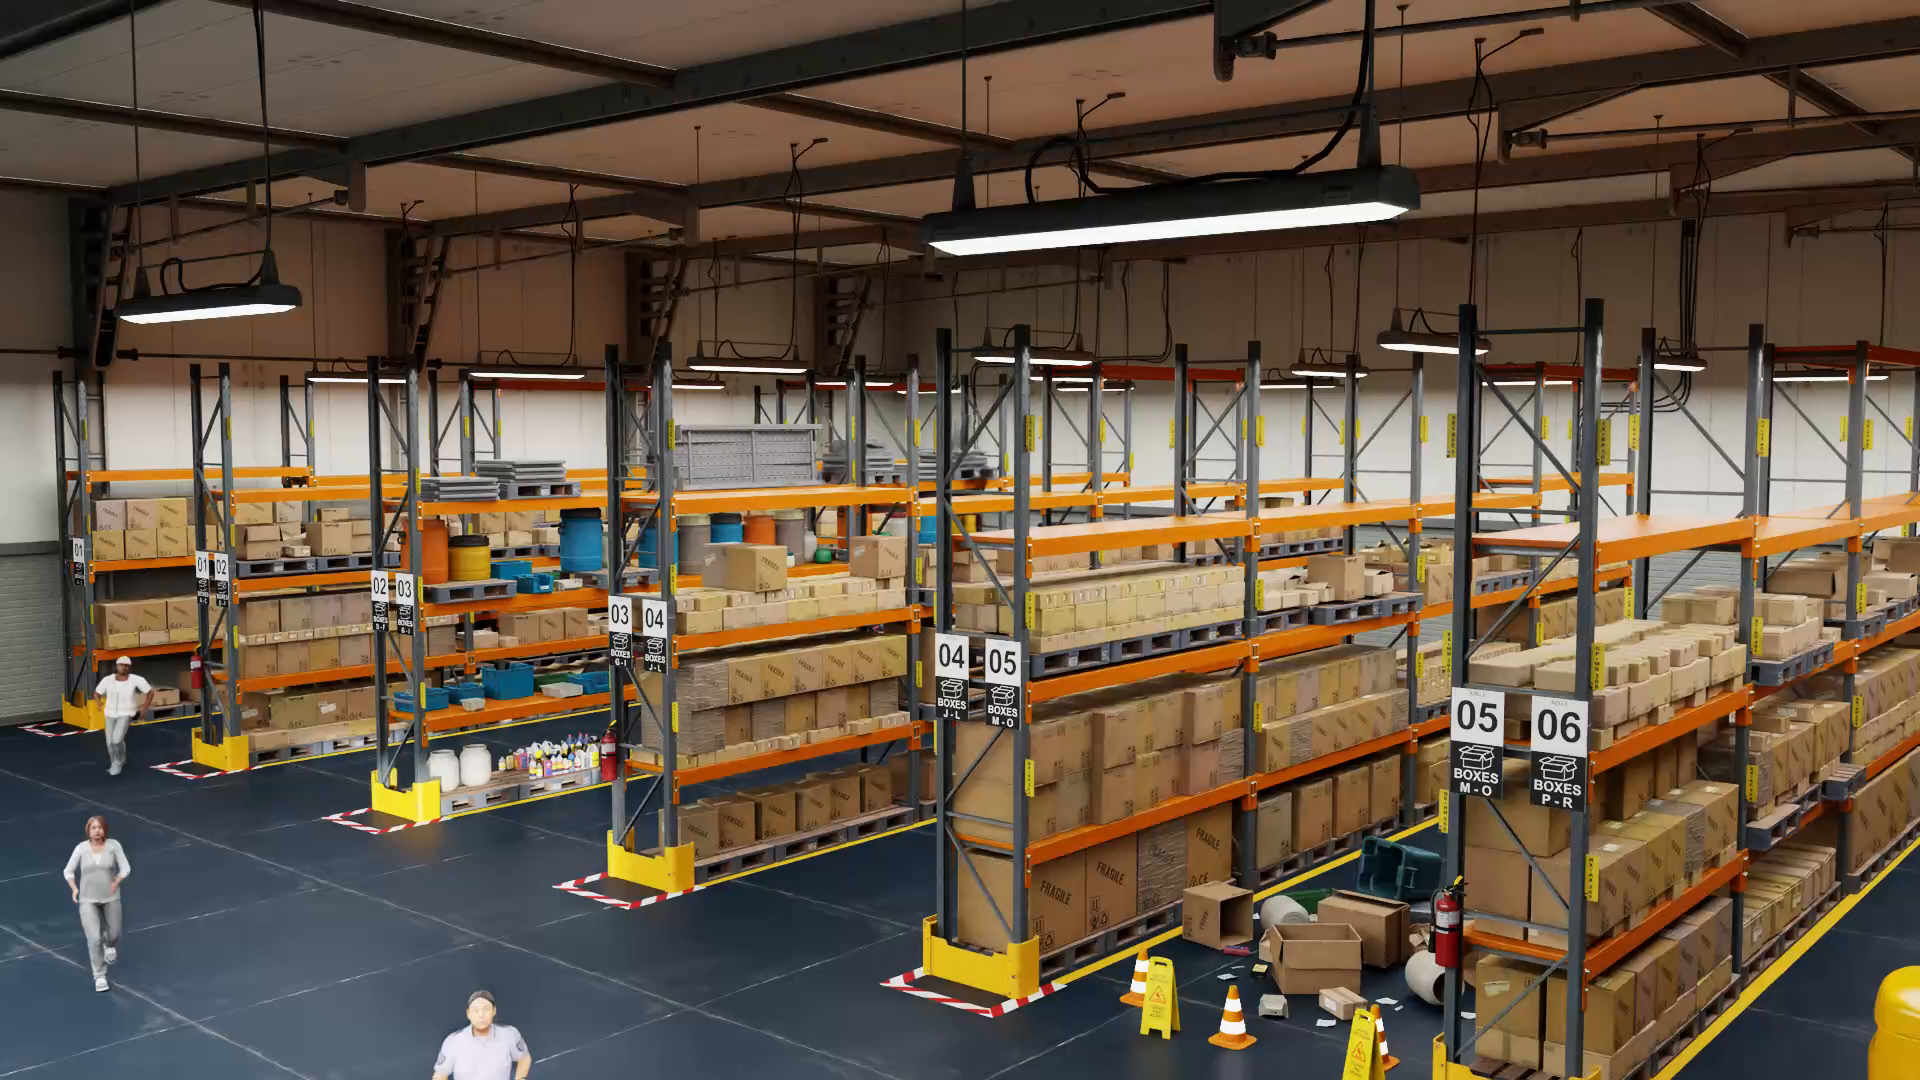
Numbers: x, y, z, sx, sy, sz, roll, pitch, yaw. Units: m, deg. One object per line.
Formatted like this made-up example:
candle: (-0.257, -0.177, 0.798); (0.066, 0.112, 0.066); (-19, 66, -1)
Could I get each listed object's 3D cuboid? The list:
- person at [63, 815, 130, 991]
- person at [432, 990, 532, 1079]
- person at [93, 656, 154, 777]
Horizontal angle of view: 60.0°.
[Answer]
person: (-7.891, 3.288, 15.220); (0.542, 1.553, 0.680); (-2, 5, -28)
person: (-2.981, 3.615, 10.421); (0.607, 1.603, 0.734); (-1, 4, -20)
person: (-12.182, 2.555, 24.140); (0.766, 1.742, 0.617); (-1, 4, -7)
